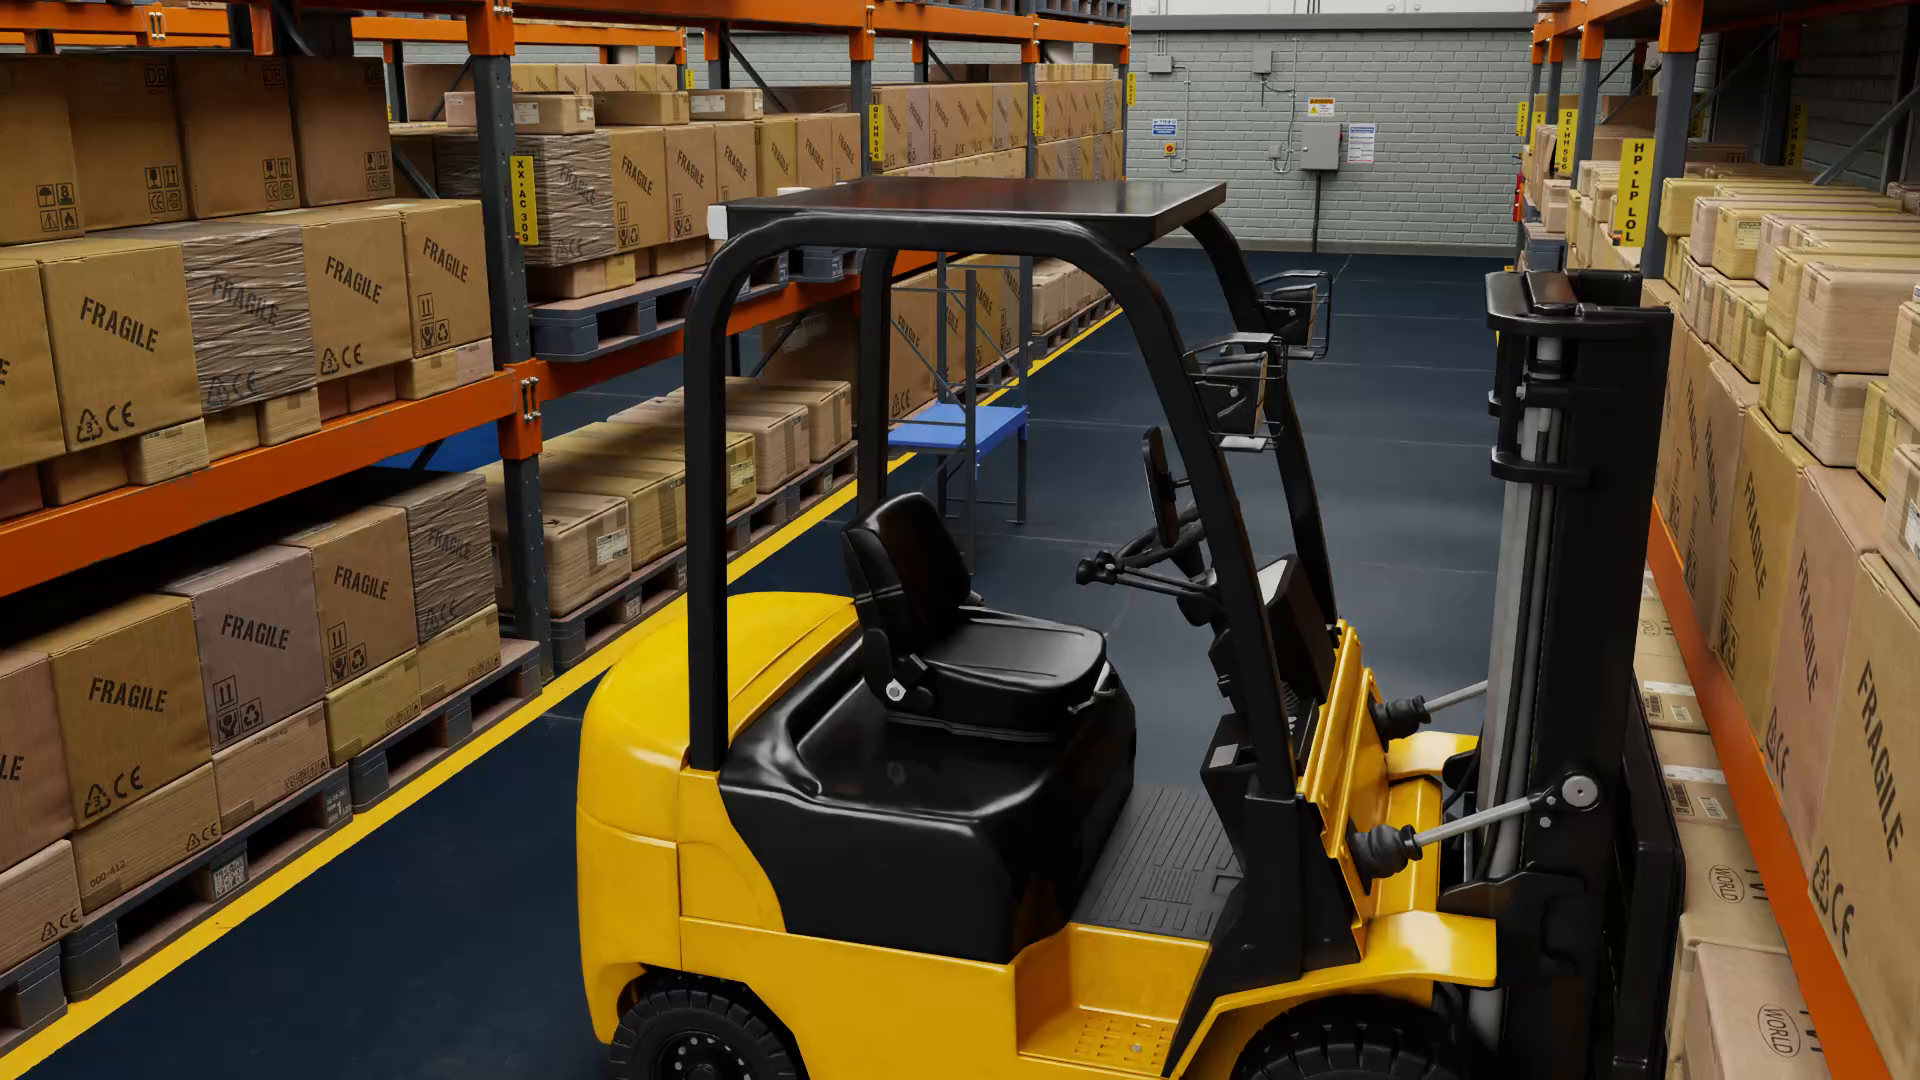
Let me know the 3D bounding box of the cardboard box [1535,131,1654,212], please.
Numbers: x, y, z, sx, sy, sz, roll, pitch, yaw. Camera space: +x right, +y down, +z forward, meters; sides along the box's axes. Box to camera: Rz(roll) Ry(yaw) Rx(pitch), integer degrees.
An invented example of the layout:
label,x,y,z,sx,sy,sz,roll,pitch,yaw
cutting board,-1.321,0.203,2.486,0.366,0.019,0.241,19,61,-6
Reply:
label,x,y,z,sx,sy,sz,roll,pitch,yaw
cardboard box,4.154,-2.403,10.853,0.700,0.500,0.500,5,16,16

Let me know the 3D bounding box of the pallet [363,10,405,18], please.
label,x,y,z,sx,sy,sz,roll,pitch,yaw
pallet,-5.228,-4.273,13.243,1.213,0.211,1.003,5,16,16

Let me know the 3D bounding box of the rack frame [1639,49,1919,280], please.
label,x,y,z,sx,sy,sz,roll,pitch,yaw
rack frame,2.602,-0.510,5.131,1.000,3.000,0.127,5,16,16

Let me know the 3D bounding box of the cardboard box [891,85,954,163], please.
label,x,y,z,sx,sy,sz,roll,pitch,yaw
cardboard box,-0.353,-2.845,11.346,0.500,0.500,0.500,5,17,17

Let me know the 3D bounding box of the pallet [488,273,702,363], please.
label,x,y,z,sx,sy,sz,roll,pitch,yaw
pallet,-1.801,-0.991,7.176,1.003,0.211,1.213,5,16,16

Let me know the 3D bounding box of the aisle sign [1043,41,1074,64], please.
label,x,y,z,sx,sy,sz,roll,pitch,yaw
aisle sign,0.995,-5.326,17.345,0.394,0.787,0.004,5,16,16

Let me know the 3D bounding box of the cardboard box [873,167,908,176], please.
label,x,y,z,sx,sy,sz,roll,pitch,yaw
cardboard box,-0.640,-2.223,10.527,0.500,0.250,0.500,5,16,15

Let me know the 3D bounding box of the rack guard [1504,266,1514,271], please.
label,x,y,z,sx,sy,sz,roll,pitch,yaw
rack guard,5.991,-2.427,16.471,1.175,0.500,0.348,5,16,16

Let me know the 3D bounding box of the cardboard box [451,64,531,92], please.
label,x,y,z,sx,sy,sz,roll,pitch,yaw
cardboard box,-4.297,-4.116,15.283,0.500,0.500,0.500,5,17,17

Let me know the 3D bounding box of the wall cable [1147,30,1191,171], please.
label,x,y,z,sx,sy,sz,roll,pitch,yaw
wall cable,2.833,-6.015,22.618,0.585,1.953,0.123,5,16,16

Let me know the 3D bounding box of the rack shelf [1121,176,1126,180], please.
label,x,y,z,sx,sy,sz,roll,pitch,yaw
rack shelf,0.684,-3.164,15.807,1.077,0.370,4.000,5,16,16

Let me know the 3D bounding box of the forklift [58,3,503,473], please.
label,x,y,z,sx,sy,sz,roll,pitch,yaw
forklift,-3.822,-1.415,8.447,3.031,2.935,1.130,-12,20,-36

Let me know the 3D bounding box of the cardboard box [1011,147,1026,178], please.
label,x,y,z,sx,sy,sz,roll,pitch,yaw
cardboard box,0.224,-3.021,13.343,0.500,0.250,0.500,5,16,16

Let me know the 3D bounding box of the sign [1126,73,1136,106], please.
label,x,y,z,sx,sy,sz,roll,pitch,yaw
sign,1.769,-4.659,17.202,0.100,0.325,0.005,5,16,16

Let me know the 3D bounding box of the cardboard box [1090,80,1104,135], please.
label,x,y,z,sx,sy,sz,roll,pitch,yaw
cardboard box,1.080,-4.150,15.948,0.500,0.500,0.500,5,16,16

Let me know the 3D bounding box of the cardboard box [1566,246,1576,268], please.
label,x,y,z,sx,sy,sz,roll,pitch,yaw
cardboard box,3.379,-1.388,8.499,0.500,0.250,0.500,5,16,16

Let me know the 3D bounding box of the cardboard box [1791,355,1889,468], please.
label,x,y,z,sx,sy,sz,roll,pitch,yaw
cardboard box,1.584,-0.206,2.687,0.380,0.149,0.250,4,16,14

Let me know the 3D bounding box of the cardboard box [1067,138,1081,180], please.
label,x,y,z,sx,sy,sz,roll,pitch,yaw
cardboard box,0.795,-3.399,15.132,0.500,0.500,0.500,5,17,16

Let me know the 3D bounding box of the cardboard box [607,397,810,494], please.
label,x,y,z,sx,sy,sz,roll,pitch,yaw
cardboard box,-1.393,-0.538,9.275,0.950,0.372,0.625,4,16,15

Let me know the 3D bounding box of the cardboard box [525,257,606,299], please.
label,x,y,z,sx,sy,sz,roll,pitch,yaw
cardboard box,-1.698,-1.096,6.886,0.380,0.149,0.250,5,17,17

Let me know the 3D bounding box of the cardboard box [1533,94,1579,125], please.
label,x,y,z,sx,sy,sz,roll,pitch,yaw
cardboard box,5.199,-3.591,14.349,0.500,0.500,0.500,5,17,17

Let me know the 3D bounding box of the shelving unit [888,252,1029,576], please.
label,x,y,z,sx,sy,sz,roll,pitch,yaw
shelving unit,-0.024,-0.699,8.546,0.538,1.500,1.048,5,16,16

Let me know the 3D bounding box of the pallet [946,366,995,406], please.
label,x,y,z,sx,sy,sz,roll,pitch,yaw
pallet,-0.376,-1.118,12.383,1.003,0.211,1.213,5,16,16

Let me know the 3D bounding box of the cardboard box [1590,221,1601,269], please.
label,x,y,z,sx,sy,sz,roll,pitch,yaw
cardboard box,2.948,-1.226,7.013,0.500,0.250,0.500,5,17,17

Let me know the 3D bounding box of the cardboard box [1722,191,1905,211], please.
label,x,y,z,sx,sy,sz,roll,pitch,yaw
cardboard box,2.176,-0.810,4.272,0.380,0.149,0.250,4,16,15

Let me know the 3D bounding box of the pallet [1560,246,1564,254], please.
label,x,y,z,sx,sy,sz,roll,pitch,yaw
pallet,4.287,-1.974,10.642,1.003,0.211,1.213,5,16,16

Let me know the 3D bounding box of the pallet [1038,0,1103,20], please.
label,x,y,z,sx,sy,sz,roll,pitch,yaw
pallet,0.707,-4.919,15.340,1.003,0.211,1.213,5,16,16

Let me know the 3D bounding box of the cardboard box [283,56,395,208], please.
label,x,y,z,sx,sy,sz,roll,pitch,yaw
cardboard box,-2.491,-1.468,5.948,0.700,0.500,0.500,4,16,15

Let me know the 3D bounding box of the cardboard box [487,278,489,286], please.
label,x,y,z,sx,sy,sz,roll,pitch,yaw
cardboard box,-2.184,-1.199,7.251,0.380,0.149,0.250,4,16,14

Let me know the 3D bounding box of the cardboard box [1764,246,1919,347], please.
label,x,y,z,sx,sy,sz,roll,pitch,yaw
cardboard box,1.632,-0.419,2.892,0.380,0.149,0.250,5,17,17

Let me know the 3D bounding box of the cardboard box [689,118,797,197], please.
label,x,y,z,sx,sy,sz,roll,pitch,yaw
cardboard box,-1.162,-1.925,8.622,0.500,0.500,0.500,3,16,12

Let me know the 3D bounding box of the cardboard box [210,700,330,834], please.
label,x,y,z,sx,sy,sz,roll,pitch,yaw
cardboard box,-2.359,0.675,5.223,0.500,0.250,0.500,5,17,17

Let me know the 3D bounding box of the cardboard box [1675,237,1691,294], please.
label,x,y,z,sx,sy,sz,roll,pitch,yaw
cardboard box,2.188,-0.740,4.568,0.380,0.149,0.250,5,17,17

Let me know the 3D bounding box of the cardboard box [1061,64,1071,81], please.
label,x,y,z,sx,sy,sz,roll,pitch,yaw
cardboard box,0.777,-4.157,14.784,0.380,0.149,0.250,4,16,14

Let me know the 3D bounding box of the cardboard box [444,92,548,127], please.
label,x,y,z,sx,sy,sz,roll,pitch,yaw
cardboard box,-2.060,-1.919,7.412,0.380,0.149,0.250,4,16,14

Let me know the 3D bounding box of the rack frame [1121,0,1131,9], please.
label,x,y,z,sx,sy,sz,roll,pitch,yaw
rack frame,1.253,-6.920,16.735,1.000,3.000,0.127,5,16,16

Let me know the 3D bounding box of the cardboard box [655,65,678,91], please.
label,x,y,z,sx,sy,sz,roll,pitch,yaw
cardboard box,-3.414,-4.924,18.133,0.500,0.500,0.500,4,16,15

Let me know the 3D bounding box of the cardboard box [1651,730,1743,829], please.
label,x,y,z,sx,sy,sz,roll,pitch,yaw
cardboard box,1.722,0.632,3.540,0.500,0.250,0.500,4,16,15

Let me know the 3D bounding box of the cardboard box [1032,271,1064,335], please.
label,x,y,z,sx,sy,sz,roll,pitch,yaw
cardboard box,0.397,-2.113,14.706,0.875,0.438,0.875,4,16,15

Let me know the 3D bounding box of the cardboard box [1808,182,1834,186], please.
label,x,y,z,sx,sy,sz,roll,pitch,yaw
cardboard box,3.423,-1.413,6.942,0.380,0.149,0.250,5,17,17

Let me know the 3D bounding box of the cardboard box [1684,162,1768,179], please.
label,x,y,z,sx,sy,sz,roll,pitch,yaw
cardboard box,3.841,-1.816,8.364,0.380,0.149,0.250,5,17,18

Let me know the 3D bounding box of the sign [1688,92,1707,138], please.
label,x,y,z,sx,sy,sz,roll,pitch,yaw
sign,5.409,-3.118,12.204,0.100,0.325,0.005,5,16,16

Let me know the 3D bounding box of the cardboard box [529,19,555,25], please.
label,x,y,z,sx,sy,sz,roll,pitch,yaw
cardboard box,-4.141,-4.948,15.555,0.500,0.250,0.500,4,16,15

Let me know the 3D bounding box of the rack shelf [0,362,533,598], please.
label,x,y,z,sx,sy,sz,roll,pitch,yaw
rack shelf,-2.726,-0.025,4.739,1.077,0.370,4.000,5,16,16

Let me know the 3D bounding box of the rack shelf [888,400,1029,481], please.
label,x,y,z,sx,sy,sz,roll,pitch,yaw
rack shelf,-0.024,-0.526,8.595,0.538,0.185,1.000,5,16,16

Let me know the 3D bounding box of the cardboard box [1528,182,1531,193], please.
label,x,y,z,sx,sy,sz,roll,pitch,yaw
cardboard box,5.187,-3.061,14.583,0.380,0.149,0.250,5,17,17

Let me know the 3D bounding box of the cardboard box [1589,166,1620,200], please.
label,x,y,z,sx,sy,sz,roll,pitch,yaw
cardboard box,3.243,-1.717,8.015,0.380,0.149,0.250,5,17,17

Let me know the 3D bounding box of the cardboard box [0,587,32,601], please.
label,x,y,z,sx,sy,sz,roll,pitch,yaw
cardboard box,-3.021,0.414,4.767,0.500,0.500,0.500,4,16,15

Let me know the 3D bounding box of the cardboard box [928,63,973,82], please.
label,x,y,z,sx,sy,sz,roll,pitch,yaw
cardboard box,-0.102,-3.934,13.997,0.380,0.149,0.250,4,16,15

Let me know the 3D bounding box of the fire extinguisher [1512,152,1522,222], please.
label,x,y,z,sx,sy,sz,roll,pitch,yaw
fire extinguisher,5.611,-3.508,16.524,0.296,0.674,0.183,5,16,16

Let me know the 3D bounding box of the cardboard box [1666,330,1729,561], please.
label,x,y,z,sx,sy,sz,roll,pitch,yaw
cardboard box,1.951,-0.192,3.828,0.500,0.500,0.500,4,16,15

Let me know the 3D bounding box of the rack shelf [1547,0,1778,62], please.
label,x,y,z,sx,sy,sz,roll,pitch,yaw
rack shelf,4.308,-3.177,10.355,1.077,0.370,4.000,5,16,16

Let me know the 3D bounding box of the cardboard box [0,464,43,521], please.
label,x,y,z,sx,sy,sz,roll,pitch,yaw
cardboard box,-2.613,-0.137,4.275,0.380,0.149,0.250,5,17,18

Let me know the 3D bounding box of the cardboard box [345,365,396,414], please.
label,x,y,z,sx,sy,sz,roll,pitch,yaw
cardboard box,-2.170,-0.538,5.688,0.380,0.149,0.250,5,17,16

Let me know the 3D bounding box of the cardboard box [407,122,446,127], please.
label,x,y,z,sx,sy,sz,roll,pitch,yaw
cardboard box,-4.661,-3.522,14.348,0.380,0.149,0.250,4,16,14
